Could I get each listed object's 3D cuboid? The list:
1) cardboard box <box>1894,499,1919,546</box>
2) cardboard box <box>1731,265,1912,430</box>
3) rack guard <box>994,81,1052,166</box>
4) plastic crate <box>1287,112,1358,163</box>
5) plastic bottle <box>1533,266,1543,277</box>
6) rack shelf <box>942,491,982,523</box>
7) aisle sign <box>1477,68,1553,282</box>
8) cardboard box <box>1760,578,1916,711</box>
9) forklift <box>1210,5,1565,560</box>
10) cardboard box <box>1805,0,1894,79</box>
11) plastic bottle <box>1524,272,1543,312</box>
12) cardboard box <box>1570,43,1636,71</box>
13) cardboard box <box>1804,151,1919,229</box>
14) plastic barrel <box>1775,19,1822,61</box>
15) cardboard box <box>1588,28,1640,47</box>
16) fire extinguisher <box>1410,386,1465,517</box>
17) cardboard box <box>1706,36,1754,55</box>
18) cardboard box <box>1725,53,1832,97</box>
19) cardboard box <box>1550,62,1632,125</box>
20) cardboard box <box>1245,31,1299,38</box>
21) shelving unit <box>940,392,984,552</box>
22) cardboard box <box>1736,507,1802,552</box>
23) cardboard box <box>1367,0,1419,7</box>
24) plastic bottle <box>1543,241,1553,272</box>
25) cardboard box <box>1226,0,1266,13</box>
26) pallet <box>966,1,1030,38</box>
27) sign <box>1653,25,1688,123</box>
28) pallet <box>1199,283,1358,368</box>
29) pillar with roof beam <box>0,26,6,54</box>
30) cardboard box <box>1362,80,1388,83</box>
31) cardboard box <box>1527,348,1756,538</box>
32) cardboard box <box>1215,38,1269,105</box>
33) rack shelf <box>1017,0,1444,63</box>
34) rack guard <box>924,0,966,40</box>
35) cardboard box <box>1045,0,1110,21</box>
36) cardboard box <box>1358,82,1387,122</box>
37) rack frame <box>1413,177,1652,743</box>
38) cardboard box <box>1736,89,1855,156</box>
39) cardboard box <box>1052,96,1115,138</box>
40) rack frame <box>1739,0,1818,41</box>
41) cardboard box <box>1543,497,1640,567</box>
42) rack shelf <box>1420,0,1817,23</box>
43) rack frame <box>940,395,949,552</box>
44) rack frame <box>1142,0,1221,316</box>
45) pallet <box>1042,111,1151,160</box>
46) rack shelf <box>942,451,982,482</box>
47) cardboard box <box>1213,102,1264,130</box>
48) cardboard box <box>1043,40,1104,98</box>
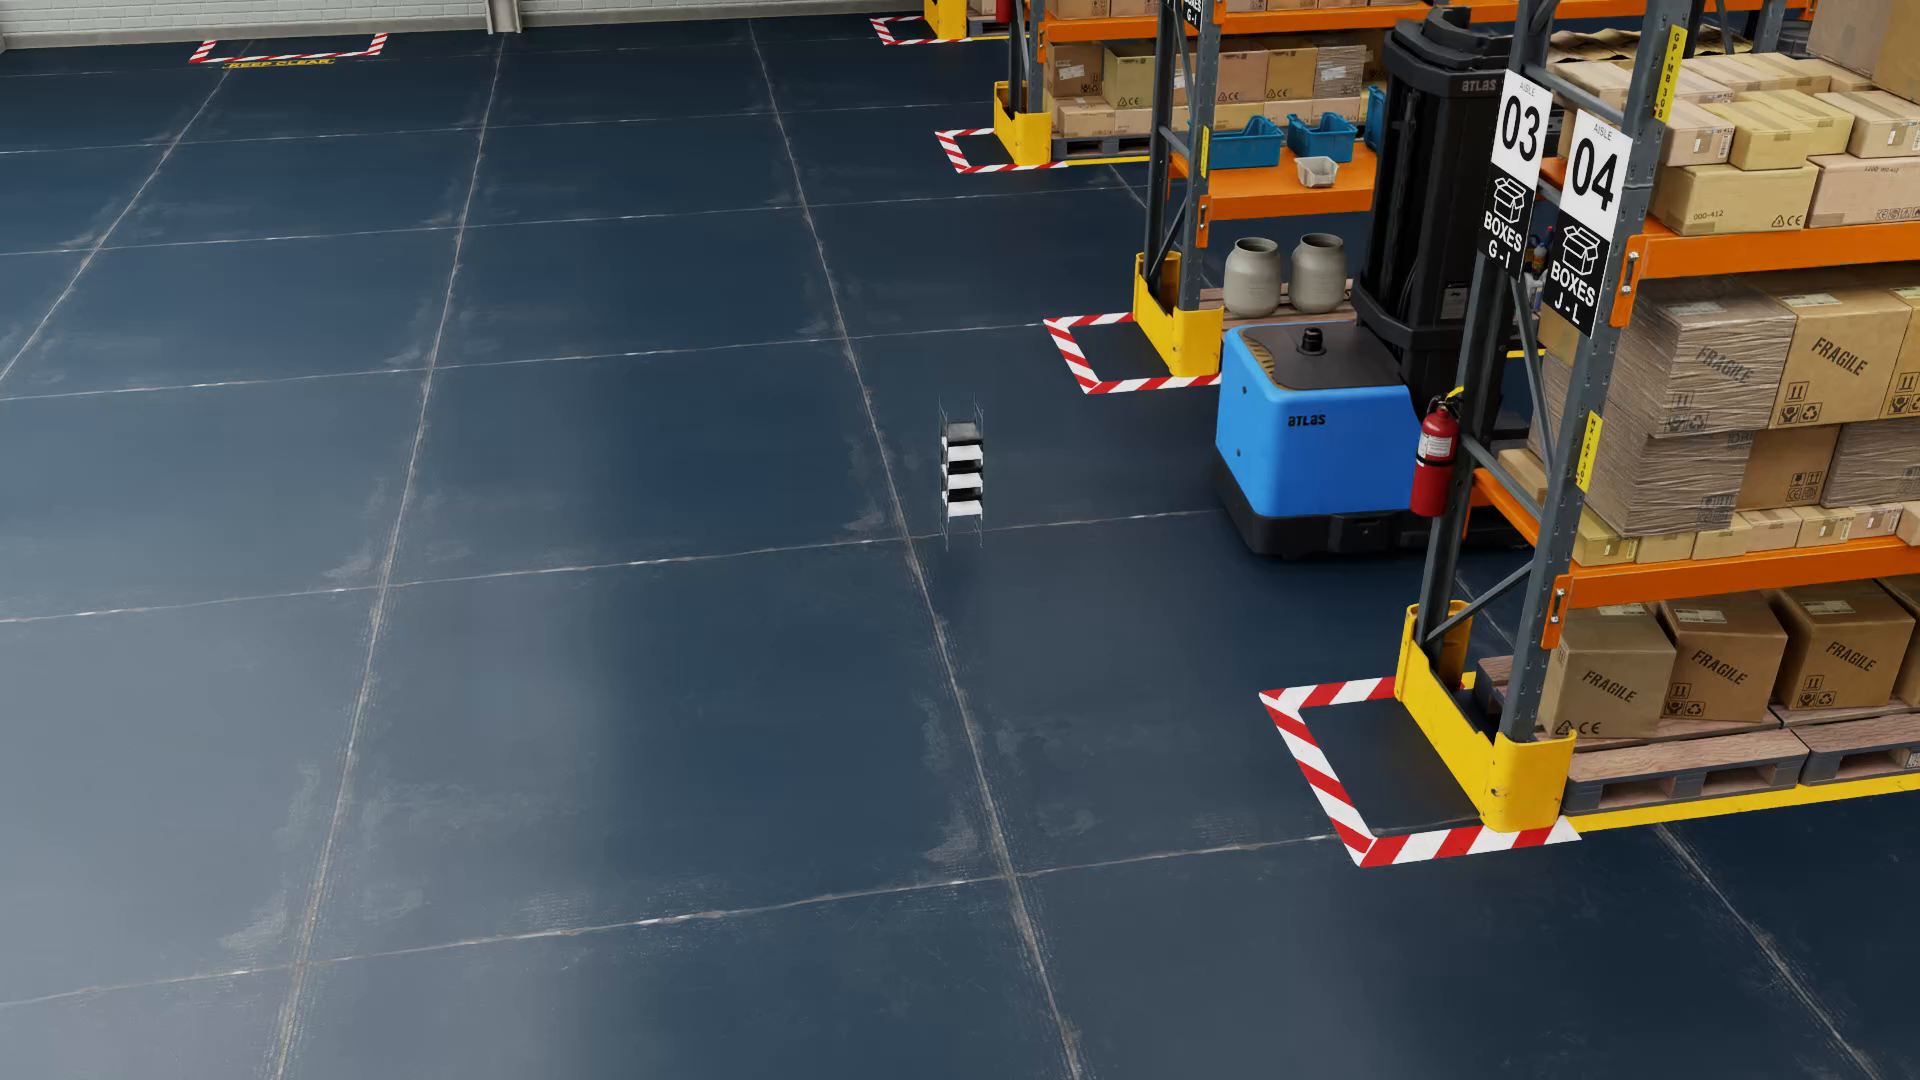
[{"bbox_3d":[4.231,-0.138,7.388,0.250,0.149,0.380,-5,31,-9],"label":"cardboard box"},{"bbox_3d":[3.498,-0.809,6.903,0.500,0.500,0.500,-5,31,-9],"label":"cardboard box"},{"bbox_3d":[0.611,-4.110,16.362,0.348,0.500,1.175,-5,31,-9],"label":"rack guard"},{"bbox_3d":[2.601,-2.907,11.996,0.408,0.251,0.499,-5,31,-9],"label":"plastic crate"},{"bbox_3d":[4.326,-1.903,12.388,0.133,0.283,0.061,-5,31,-9],"label":"plastic bottle"},{"bbox_3d":[0.008,-0.205,9.746,0.200,0.077,0.258,-5,31,-9],"label":"rack shelf"},{"bbox_3d":[2.300,-1.515,6.917,0.004,0.787,0.394,-5,31,-9],"label":"aisle sign"},{"bbox_3d":[4.233,0.478,8.144,0.500,0.500,0.500,-3,31,-4],"label":"cardboard box"},{"bbox_3d":[3.120,-1.472,9.477,3.031,2.935,1.130,-4,31,-6],"label":"forklift"},{"bbox_3d":[3.894,-2.198,6.799,0.500,0.500,0.500,-5,31,-9],"label":"cardboard box"},{"bbox_3d":[4.209,-1.838,12.285,0.135,0.276,0.152,-5,31,-8],"label":"plastic bottle"},{"bbox_3d":[6.532,-4.847,16.894,0.500,0.311,0.500,-4,31,-8],"label":"cardboard box"},{"bbox_3d":[3.442,-1.444,6.550,0.500,0.250,0.500,-6,31,-10],"label":"cardboard box"},{"bbox_3d":[5.892,-3.186,11.828,0.708,0.901,0.600,-5,31,-9],"label":"plastic barrel"},{"bbox_3d":[6.918,-5.159,17.424,0.500,0.311,0.500,-6,31,-10],"label":"cardboard box"},{"bbox_3d":[2.219,-0.437,7.724,0.183,0.674,0.296,-5,31,-9],"label":"fire extinguisher"},{"bbox_3d":[8.033,-4.987,17.132,0.500,0.311,0.500,-5,31,-8],"label":"cardboard box"},{"bbox_3d":[3.401,-1.912,6.951,0.250,0.149,0.380,-5,31,-9],"label":"cardboard box"},{"bbox_3d":[2.632,-1.832,6.816,0.250,0.149,0.380,-5,31,-9],"label":"cardboard box"},{"bbox_3d":[3.073,-4.897,16.791,0.500,0.500,0.500,-5,31,-9],"label":"cardboard box"},{"bbox_3d":[0.008,-0.389,9.638,0.210,0.900,0.258,-5,31,-9],"label":"shelving unit"},{"bbox_3d":[3.478,-0.111,7.342,0.250,0.149,0.380,-5,31,-9],"label":"cardboard box"},{"bbox_3d":[4.133,-5.555,16.253,0.500,0.500,0.700,-6,31,-10],"label":"cardboard box"},{"bbox_3d":[4.615,-2.194,12.816,0.185,0.351,0.144,-5,31,-9],"label":"plastic bottle"},{"bbox_3d":[2.618,-5.412,16.011,0.500,0.500,0.700,-4,31,-7],"label":"cardboard box"},{"bbox_3d":[0.619,-6.521,20.746,1.213,0.211,1.003,-5,31,-9],"label":"pallet"},{"bbox_3d":[2.513,-1.650,5.890,0.005,0.325,0.100,-5,31,-9],"label":"sign"},{"bbox_3d":[2.389,-1.620,12.411,1.213,0.211,1.003,-5,31,-9],"label":"pallet"},{"bbox_3d":[-10.757,-7.499,13.740,0.400,9.000,9.100,-5,31,-9],"label":"pillar with roof beam"},{"bbox_3d":[4.058,-4.660,17.128,0.500,0.250,0.500,-5,31,-9],"label":"cardboard box"},{"bbox_3d":[2.961,-0.459,7.293,0.500,0.500,0.875,-5,31,-9],"label":"cardboard box"},{"bbox_3d":[2.678,-4.583,16.258,0.500,0.500,0.500,-5,31,-9],"label":"cardboard box"},{"bbox_3d":[2.602,-5.063,16.225,4.000,0.370,1.077,-5,31,-9],"label":"rack shelf"},{"bbox_3d":[-0.187,-6.589,20.577,0.348,0.500,1.175,-5,31,-9],"label":"rack guard"},{"bbox_3d":[1.096,-5.269,15.768,0.500,0.500,0.700,-5,31,-9],"label":"cardboard box"},{"bbox_3d":[4.152,-4.400,16.686,0.500,0.250,0.500,-5,31,-9],"label":"cardboard box"},{"bbox_3d":[2.415,-0.251,7.331,0.127,3.000,1.000,-5,31,-9],"label":"rack frame"},{"bbox_3d":[3.226,-1.621,6.457,0.250,0.149,0.380,-6,31,-10],"label":"cardboard box"},{"bbox_3d":[1.202,-4.124,16.217,0.500,0.250,0.500,-5,31,-9],"label":"cardboard box"},{"bbox_3d":[8.503,-5.920,16.974,0.127,3.000,1.000,-5,31,-9],"label":"rack frame"},{"bbox_3d":[2.738,-0.050,7.237,0.250,0.149,0.380,-5,31,-9],"label":"cardboard box"},{"bbox_3d":[6.536,-5.428,16.846,4.000,0.370,1.077,-5,31,-9],"label":"rack shelf"},{"bbox_3d":[-0.092,-0.379,9.622,0.006,0.900,0.240,-5,31,-9],"label":"rack frame"},{"bbox_3d":[1.523,-2.720,11.531,0.127,3.000,1.000,-5,31,-9],"label":"rack frame"},{"bbox_3d":[1.379,-4.079,16.593,1.213,0.211,1.003,-5,31,-9],"label":"pallet"},{"bbox_3d":[0.008,-0.437,9.609,0.200,0.077,0.258,-5,31,-9],"label":"rack shelf"},{"bbox_3d":[2.678,-4.260,16.448,0.500,0.250,0.500,-5,31,-9],"label":"cardboard box"},{"bbox_3d":[1.108,-4.706,16.468,0.500,0.500,0.500,-5,31,-9],"label":"cardboard box"}]
